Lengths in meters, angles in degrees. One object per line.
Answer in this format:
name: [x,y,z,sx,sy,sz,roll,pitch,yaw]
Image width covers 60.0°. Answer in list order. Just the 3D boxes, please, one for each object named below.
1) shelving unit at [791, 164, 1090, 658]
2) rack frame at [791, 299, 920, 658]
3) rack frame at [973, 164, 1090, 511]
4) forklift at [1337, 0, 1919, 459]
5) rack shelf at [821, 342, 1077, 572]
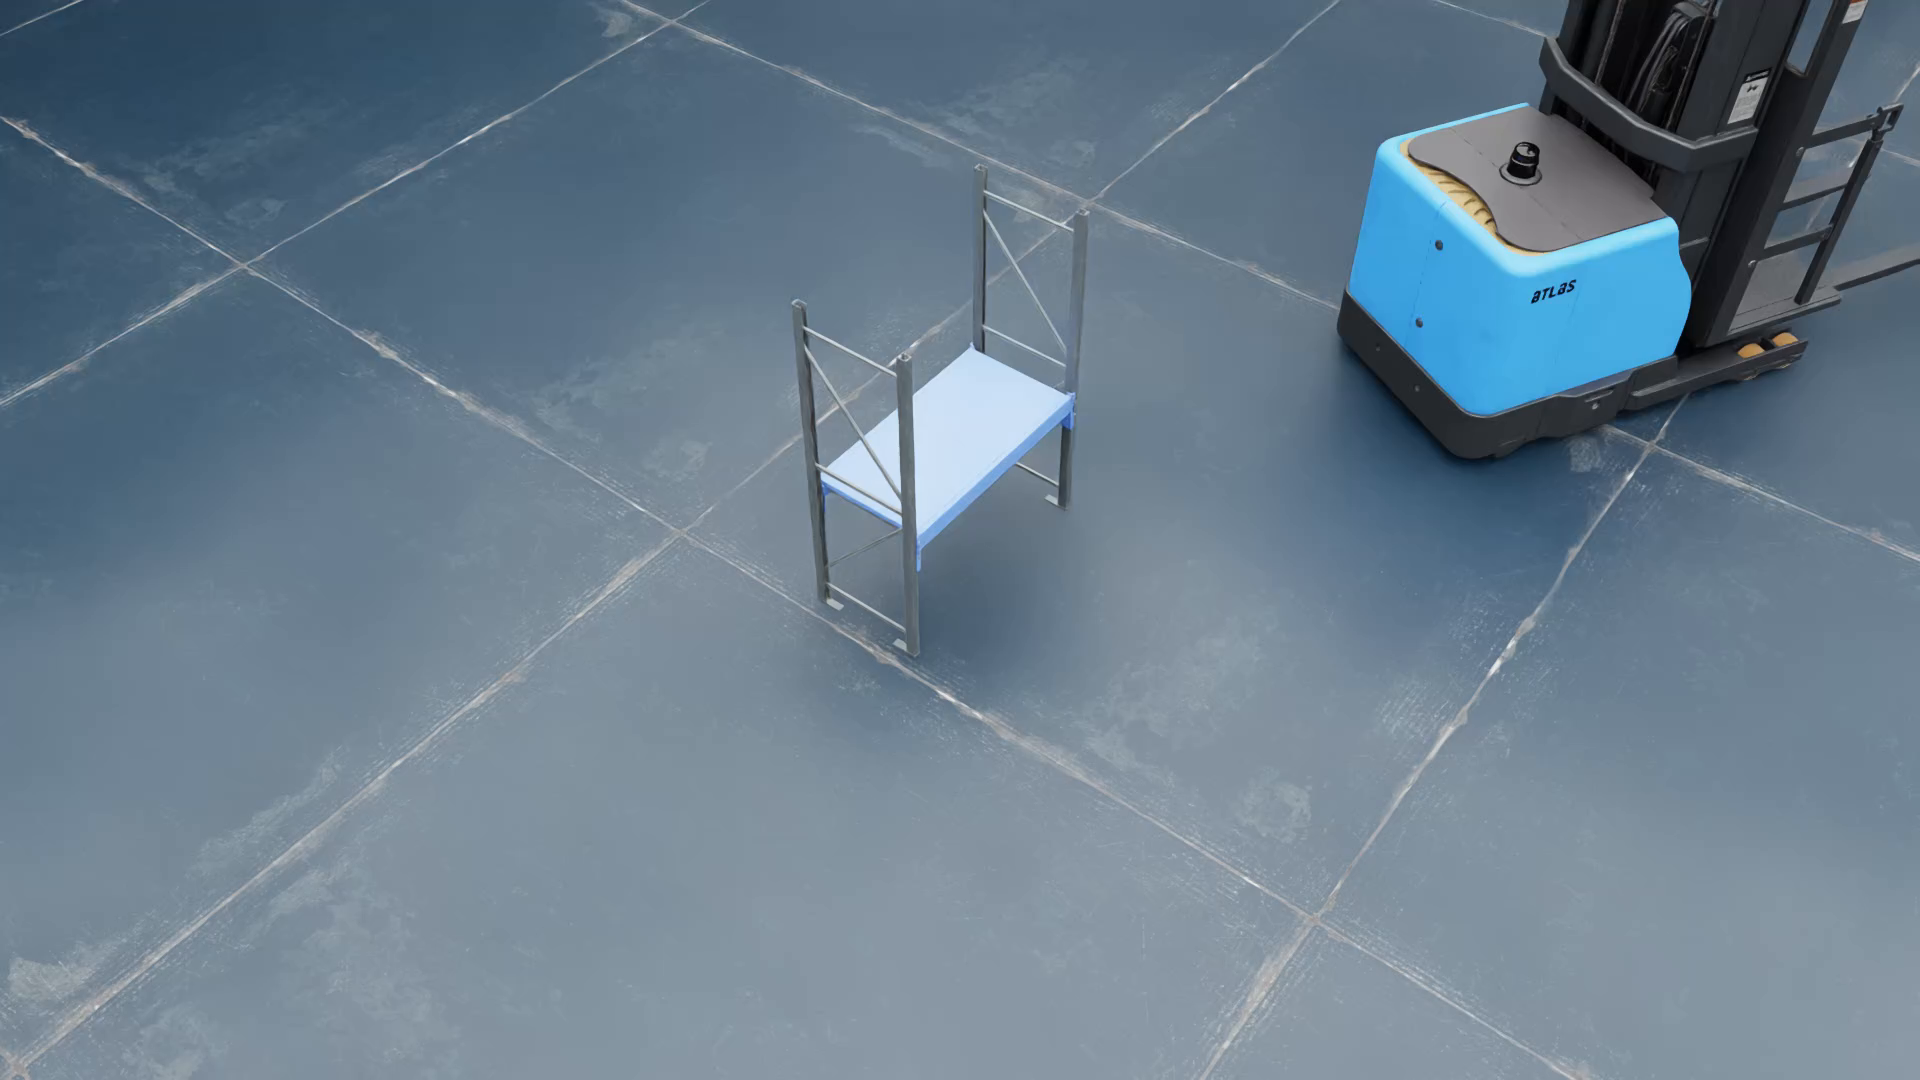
shelving unit: [-0.052,-0.469,6.326,0.538,1.500,1.048,29,53,25]
rack frame: [-0.363,-0.178,6.048,0.500,1.500,0.032,29,53,25]
rack frame: [0.259,-0.760,6.604,0.500,1.500,0.032,29,53,25]
forklift: [3.319,-2.077,6.872,3.031,2.935,1.130,-18,49,-16]
rack shelf: [-0.052,-0.345,6.456,0.538,0.185,1.000,29,53,25]
